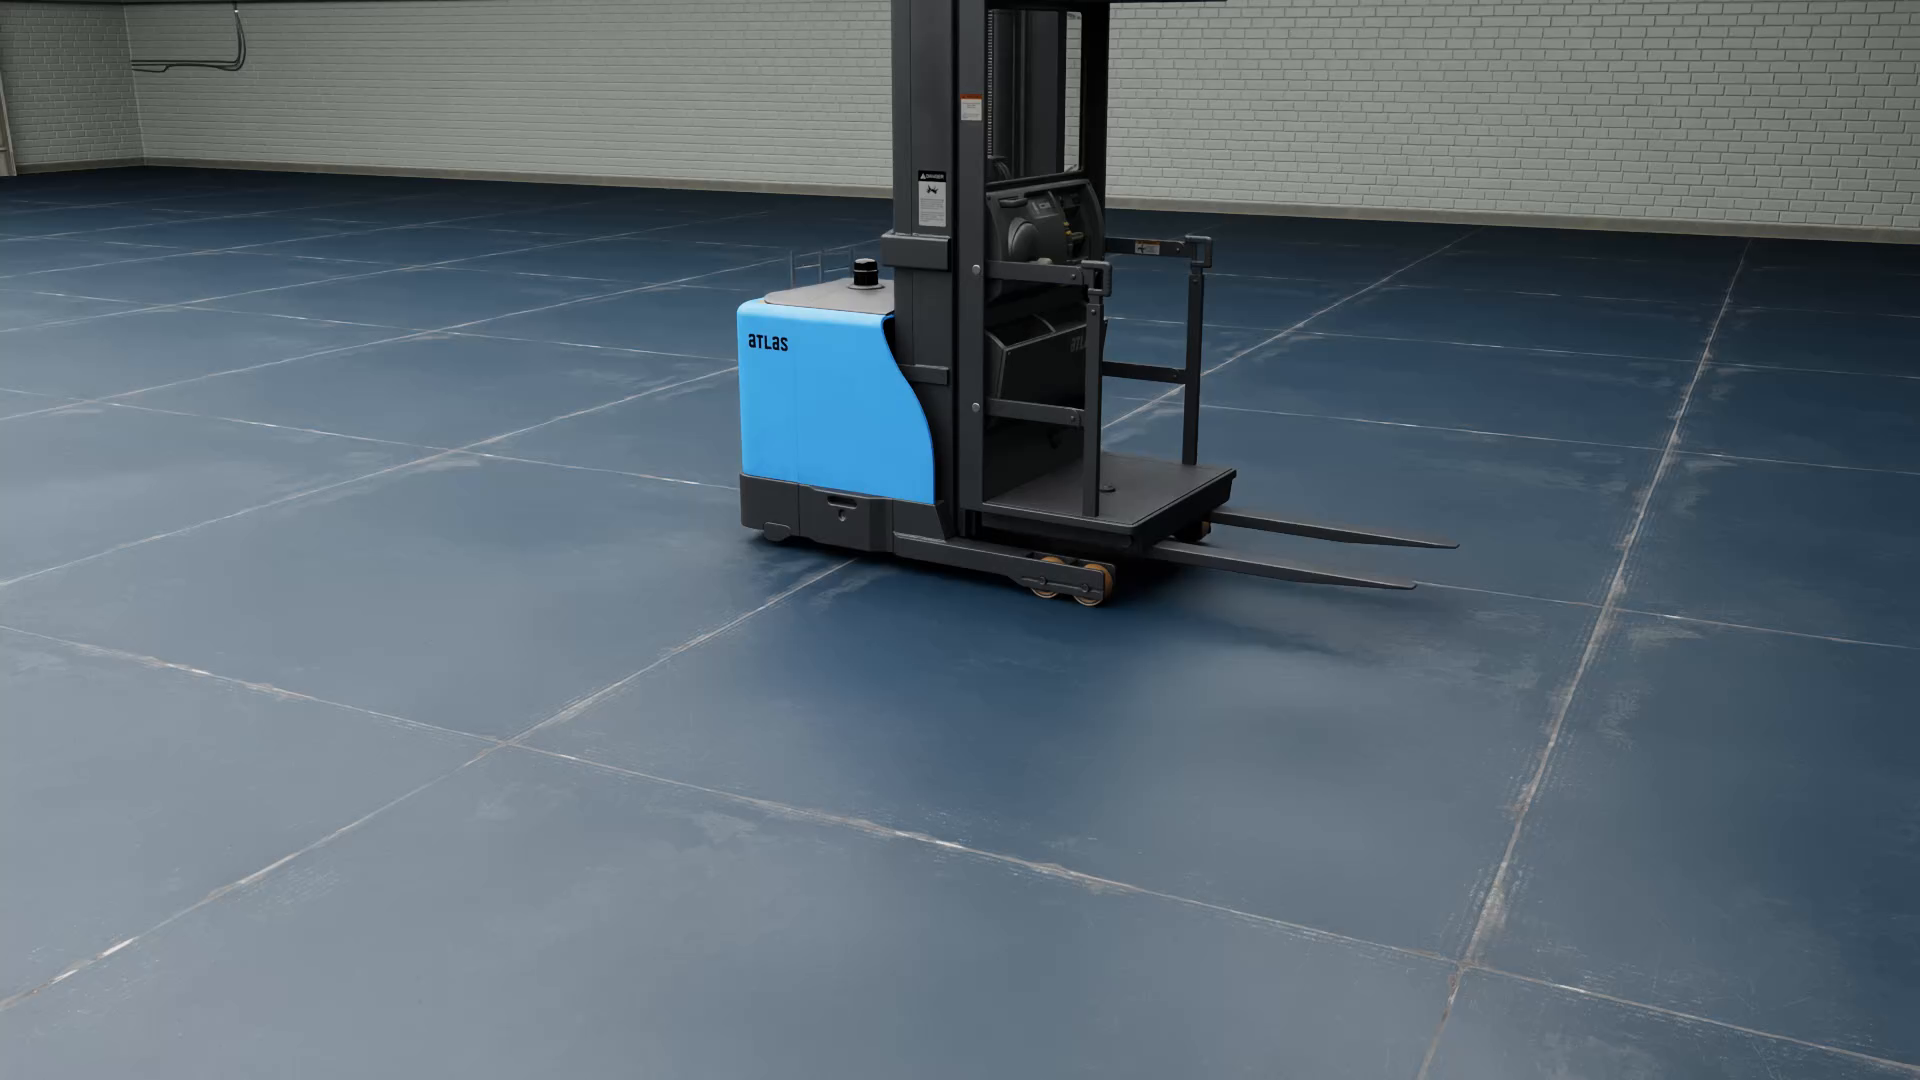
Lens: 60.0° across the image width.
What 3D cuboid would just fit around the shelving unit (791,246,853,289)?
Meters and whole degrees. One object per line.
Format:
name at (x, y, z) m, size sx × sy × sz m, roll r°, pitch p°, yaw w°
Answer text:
shelving unit at (-0.670, -0.825, 8.191) m, size 0.189 × 1.200 × 0.258 m, roll 13°, pitch 21°, yaw 35°

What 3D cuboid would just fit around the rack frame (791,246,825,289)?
rack frame at (-0.743, -0.841, 8.243) m, size 0.006 × 1.200 × 0.240 m, roll 13°, pitch 21°, yaw 35°

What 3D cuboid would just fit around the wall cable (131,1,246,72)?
wall cable at (-14.007, -9.671, 29.733) m, size 3.097 × 2.526 × 0.112 m, roll 8°, pitch 18°, yaw 25°

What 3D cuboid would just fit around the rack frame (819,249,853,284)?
rack frame at (-0.596, -0.808, 8.138) m, size 0.006 × 1.200 × 0.240 m, roll 13°, pitch 21°, yaw 35°

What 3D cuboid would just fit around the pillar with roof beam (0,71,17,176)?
pillar with roof beam at (-12.655, -10.029, 25.487) m, size 9.100 × 9.000 × 0.400 m, roll 8°, pitch 18°, yaw 25°

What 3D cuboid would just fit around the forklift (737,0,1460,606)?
forklift at (0.540, -1.314, 6.801) m, size 3.031 × 2.935 × 1.130 m, roll 10°, pitch 19°, yaw 29°
